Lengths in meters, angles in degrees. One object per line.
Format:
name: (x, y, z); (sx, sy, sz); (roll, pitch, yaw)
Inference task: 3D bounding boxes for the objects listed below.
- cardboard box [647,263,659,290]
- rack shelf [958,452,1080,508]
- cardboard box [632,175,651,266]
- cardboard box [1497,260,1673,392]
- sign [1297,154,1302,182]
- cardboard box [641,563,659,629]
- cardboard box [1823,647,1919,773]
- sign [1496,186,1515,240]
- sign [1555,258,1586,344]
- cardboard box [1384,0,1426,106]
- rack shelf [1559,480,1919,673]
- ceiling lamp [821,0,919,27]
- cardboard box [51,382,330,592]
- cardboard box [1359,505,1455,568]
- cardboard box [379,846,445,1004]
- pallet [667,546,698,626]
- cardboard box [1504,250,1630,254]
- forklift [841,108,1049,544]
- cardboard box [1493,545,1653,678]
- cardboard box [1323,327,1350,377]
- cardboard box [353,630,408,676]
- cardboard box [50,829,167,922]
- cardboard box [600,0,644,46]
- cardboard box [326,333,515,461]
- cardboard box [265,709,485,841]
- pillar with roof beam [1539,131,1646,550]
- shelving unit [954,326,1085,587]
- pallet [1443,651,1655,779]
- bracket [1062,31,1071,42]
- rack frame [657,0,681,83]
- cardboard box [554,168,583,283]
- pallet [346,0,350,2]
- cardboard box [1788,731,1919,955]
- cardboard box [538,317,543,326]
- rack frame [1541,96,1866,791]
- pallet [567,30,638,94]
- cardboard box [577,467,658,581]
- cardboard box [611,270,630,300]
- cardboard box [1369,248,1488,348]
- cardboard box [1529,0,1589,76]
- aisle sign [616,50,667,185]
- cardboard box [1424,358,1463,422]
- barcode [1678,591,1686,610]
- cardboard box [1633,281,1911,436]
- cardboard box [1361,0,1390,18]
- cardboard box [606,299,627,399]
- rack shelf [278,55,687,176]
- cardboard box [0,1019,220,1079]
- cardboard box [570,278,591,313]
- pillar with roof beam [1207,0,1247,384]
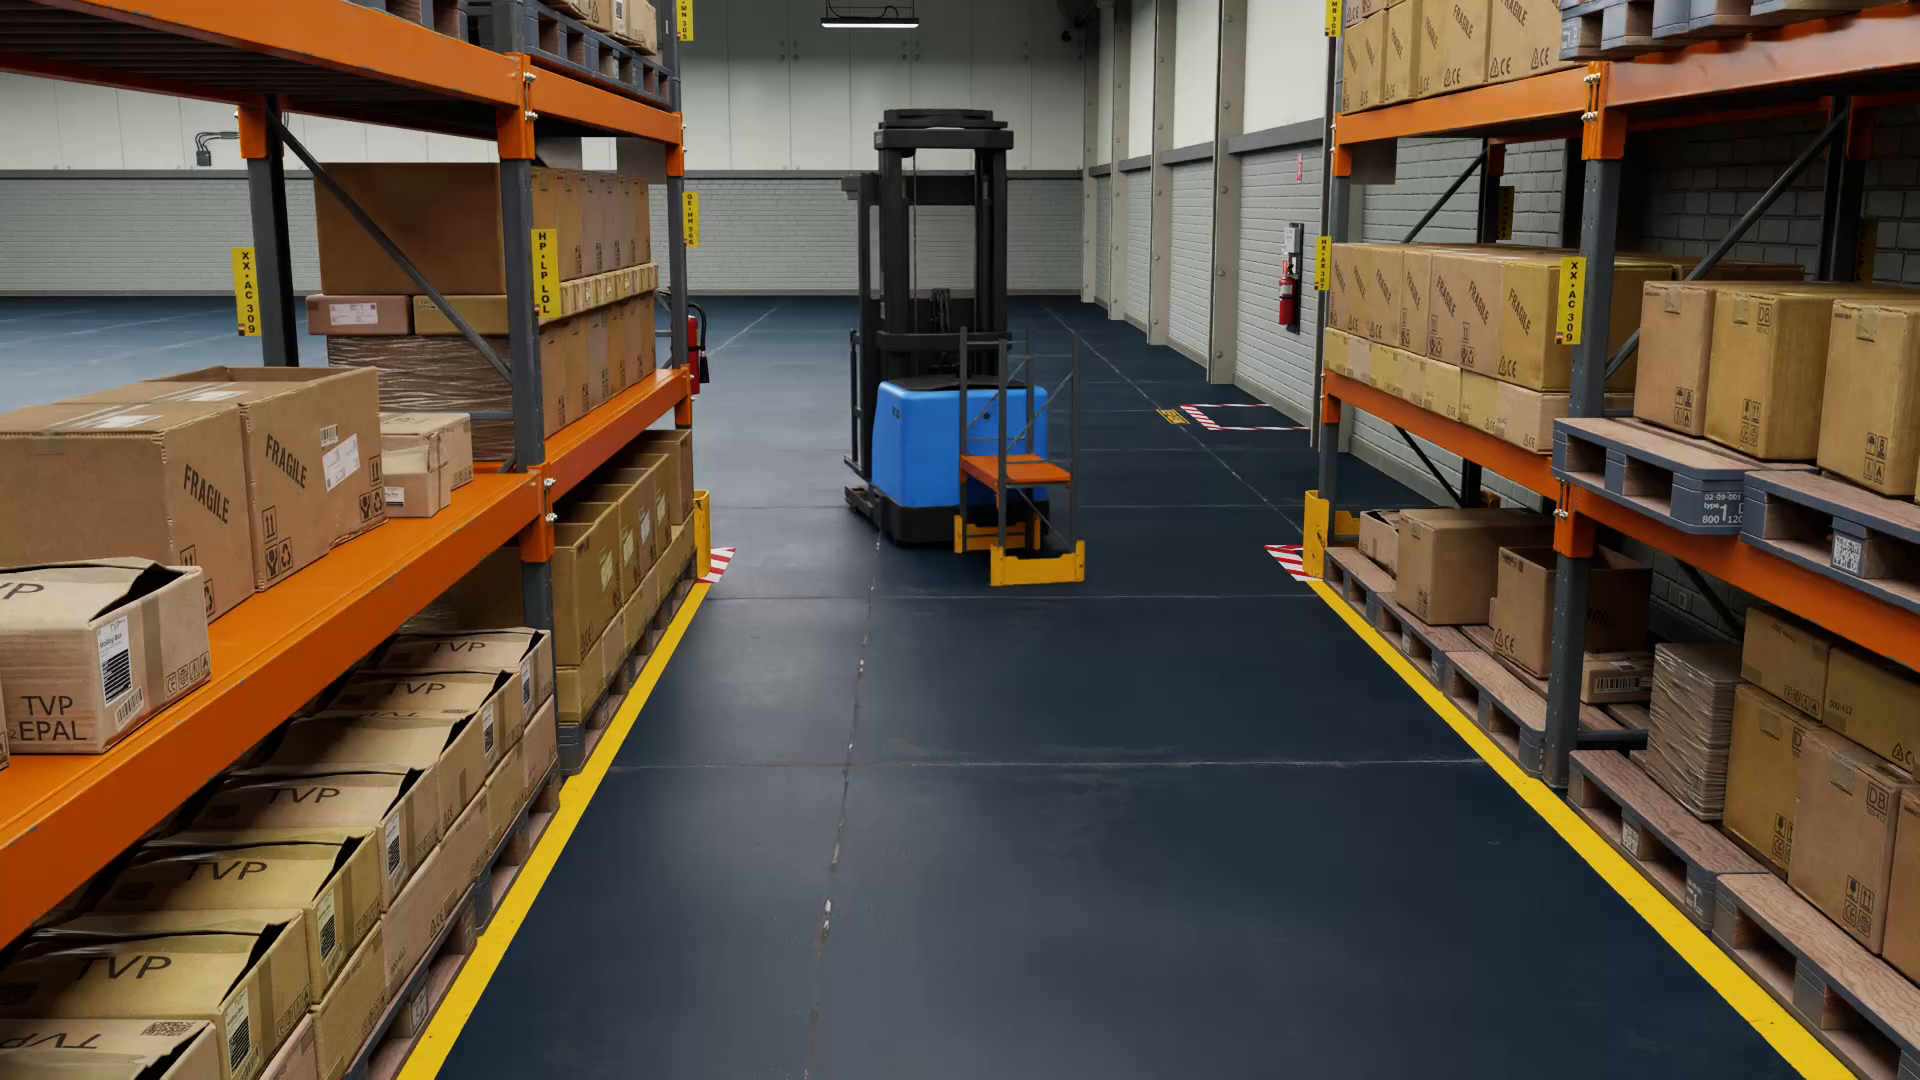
cardboard box: (-1.978, -1.550, 9.773); (0.380, 0.149, 0.250); (0, 11, -2)
rack shelf: (0.361, -0.392, 10.622); (0.538, 0.185, 1.000); (-3, 12, -13)
cardboard box: (-2.178, -1.840, 9.569); (0.700, 0.500, 0.500); (0, 11, -1)
cardboard box: (2.540, -0.881, 6.798); (0.500, 0.500, 0.500); (0, 11, -1)
sign: (3.618, -3.966, 17.734); (0.001, 0.298, 0.199); (0, 11, -1)
cardboard box: (-1.826, 0.287, 8.461); (0.500, 0.250, 0.500); (0, 11, -1)
cardboard box: (2.918, 0.495, 4.871); (0.500, 0.250, 0.500); (-1, 11, -3)
sign: (3.332, -2.000, 10.167); (0.100, 0.325, 0.005); (0, 11, -1)
sign: (2.317, -0.905, 6.298); (0.100, 0.325, 0.005); (0, 11, -1)
cardboard box: (2.524, -2.531, 8.643); (0.500, 0.500, 0.500); (0, 11, 1)
rack shelf: (2.901, 0.266, 4.514); (1.077, 0.370, 4.000); (0, 11, -1)
ceiling lamp: (-1.844, -12.120, 33.985); (2.000, 3.185, 0.800); (0, 11, -1)
cardboard box: (-2.072, -0.155, 4.529); (0.500, 0.500, 0.500); (0, 11, -1)
cardboard box: (2.701, -0.040, 9.866); (0.500, 0.311, 0.500); (-2, 12, -8)
cardboard box: (-1.766, 1.063, 4.634); (0.500, 0.250, 0.500); (0, 11, 0)
pallet: (-2.118, 0.260, 9.747); (1.003, 0.211, 1.213); (0, 11, -1)
cardboard box: (3.025, -1.188, 8.309); (0.500, 0.500, 0.500); (0, 11, 0)
forklift: (-0.258, -1.660, 12.372); (1.130, 2.935, 3.031); (-3, 12, -14)
cardboard box: (2.798, 0.319, 7.624); (0.500, 0.500, 0.500); (-1, 12, -5)
cardboard box: (2.469, -1.118, 9.850); (0.500, 0.250, 0.500); (-1, 11, -3)
cardboard box: (-2.334, 0.487, 6.064); (0.500, 0.311, 0.500); (0, 11, -1)
cardboard box: (-2.293, 0.892, 4.067); (0.500, 0.311, 0.500); (0, 11, -2)
cardboard box: (-1.877, -2.621, 8.205); (0.500, 0.311, 0.500); (1, 12, 6)
cardboard box: (-2.109, -0.601, 6.723); (0.700, 0.500, 0.500); (-1, 11, -3)
cardboard box: (-1.773, 0.686, 5.085); (0.500, 0.311, 0.500); (0, 11, -1)
pillar with roof beam: (-0.648, -4.066, 8.970); (9.100, 9.000, 0.400); (0, 11, -1)
shelving unit: (0.363, -0.566, 10.577); (0.587, 1.500, 1.083); (-3, 12, -13)
pallet: (2.810, 0.749, 7.337); (1.003, 0.211, 1.213); (0, 11, -1)
bracket: (2.624, -12.364, 40.816); (0.235, 0.232, 0.430); (0, 11, -1)
rack frame: (-2.176, -4.199, 9.621); (1.000, 3.000, 0.127); (0, 11, -1)
cardboard box: (-2.130, -1.436, 7.580); (0.700, 0.500, 0.500); (0, 11, -1)
pallet: (-2.140, -1.403, 3.859); (1.003, 0.211, 1.213); (0, 11, 1)
cardboard box: (2.922, 0.875, 4.880); (0.700, 0.500, 0.500); (0, 11, -1)
cardboard box: (-1.911, -0.934, 6.737); (0.380, 0.149, 0.250); (0, 11, 0)
rack frame: (2.859, -0.484, 6.403); (1.000, 3.000, 0.127); (0, 11, -1)
pallet: (-2.159, -2.301, 8.037); (1.003, 0.211, 1.213); (0, 11, -1)
cardboard box: (-1.823, -0.081, 8.386); (0.500, 0.500, 0.500); (0, 11, -1)
cardboard box: (-1.957, -1.345, 8.762); (0.380, 0.149, 0.250); (0, 11, 1)
cardboard box: (2.491, -1.286, 8.796); (0.500, 0.500, 0.500); (-1, 11, -3)
cardboard box: (2.602, -2.113, 6.585); (0.500, 0.500, 0.500); (0, 11, 0)
aisle sign: (-1.884, -2.547, 10.030); (0.394, 0.787, 0.004); (0, 11, -1)
cardboard box: (2.519, -0.713, 7.854); (0.500, 0.250, 0.500); (0, 11, -1)
barcode: (3.088, 0.260, 7.110); (0.001, 0.075, 0.075); (0, 11, -1)
cardboard box: (2.836, -0.648, 5.850); (0.700, 0.500, 0.500); (0, 11, -1)
cardboard box: (2.502, -3.121, 9.037); (0.500, 0.500, 0.500); (0, 11, -2)
cardboard box: (-2.159, -1.012, 8.749); (0.700, 0.500, 0.500); (0, 11, -1)
rack shelf: (-2.135, -1.978, 8.032); (1.077, 0.370, 4.000); (0, 11, -1)
cardboard box: (-1.728, 1.093, 3.074); (0.500, 0.311, 0.500); (0, 11, 1)
cardboard box: (-1.936, -1.141, 7.754); (0.380, 0.149, 0.250); (-1, 11, -3)
pillar with roof beam: (-0.896, -6.452, 20.728); (9.100, 9.000, 0.400); (0, 11, -1)
